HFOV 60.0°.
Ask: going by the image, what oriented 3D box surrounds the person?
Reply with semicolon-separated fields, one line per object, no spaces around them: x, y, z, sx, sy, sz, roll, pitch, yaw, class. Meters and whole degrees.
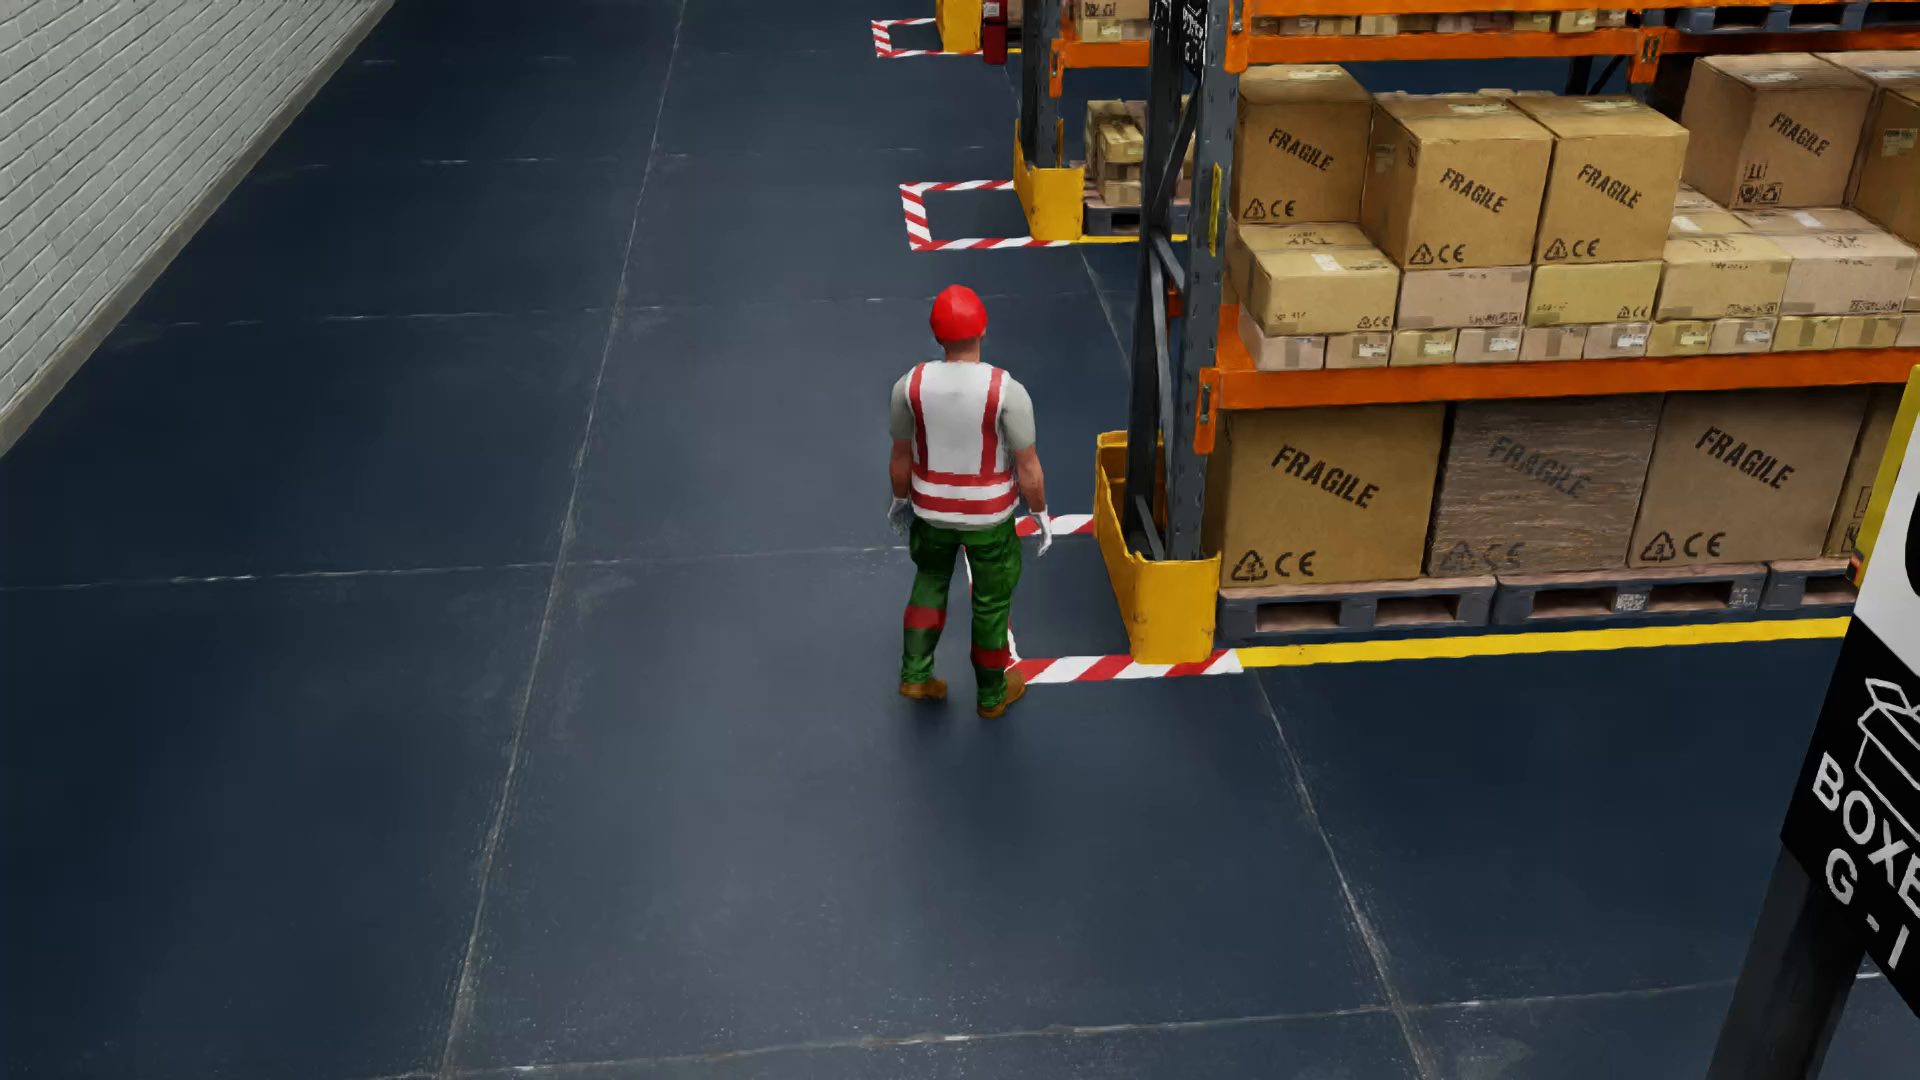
0.036;-0.110;6.282;0.646;1.792;0.422;8;32;13;person
